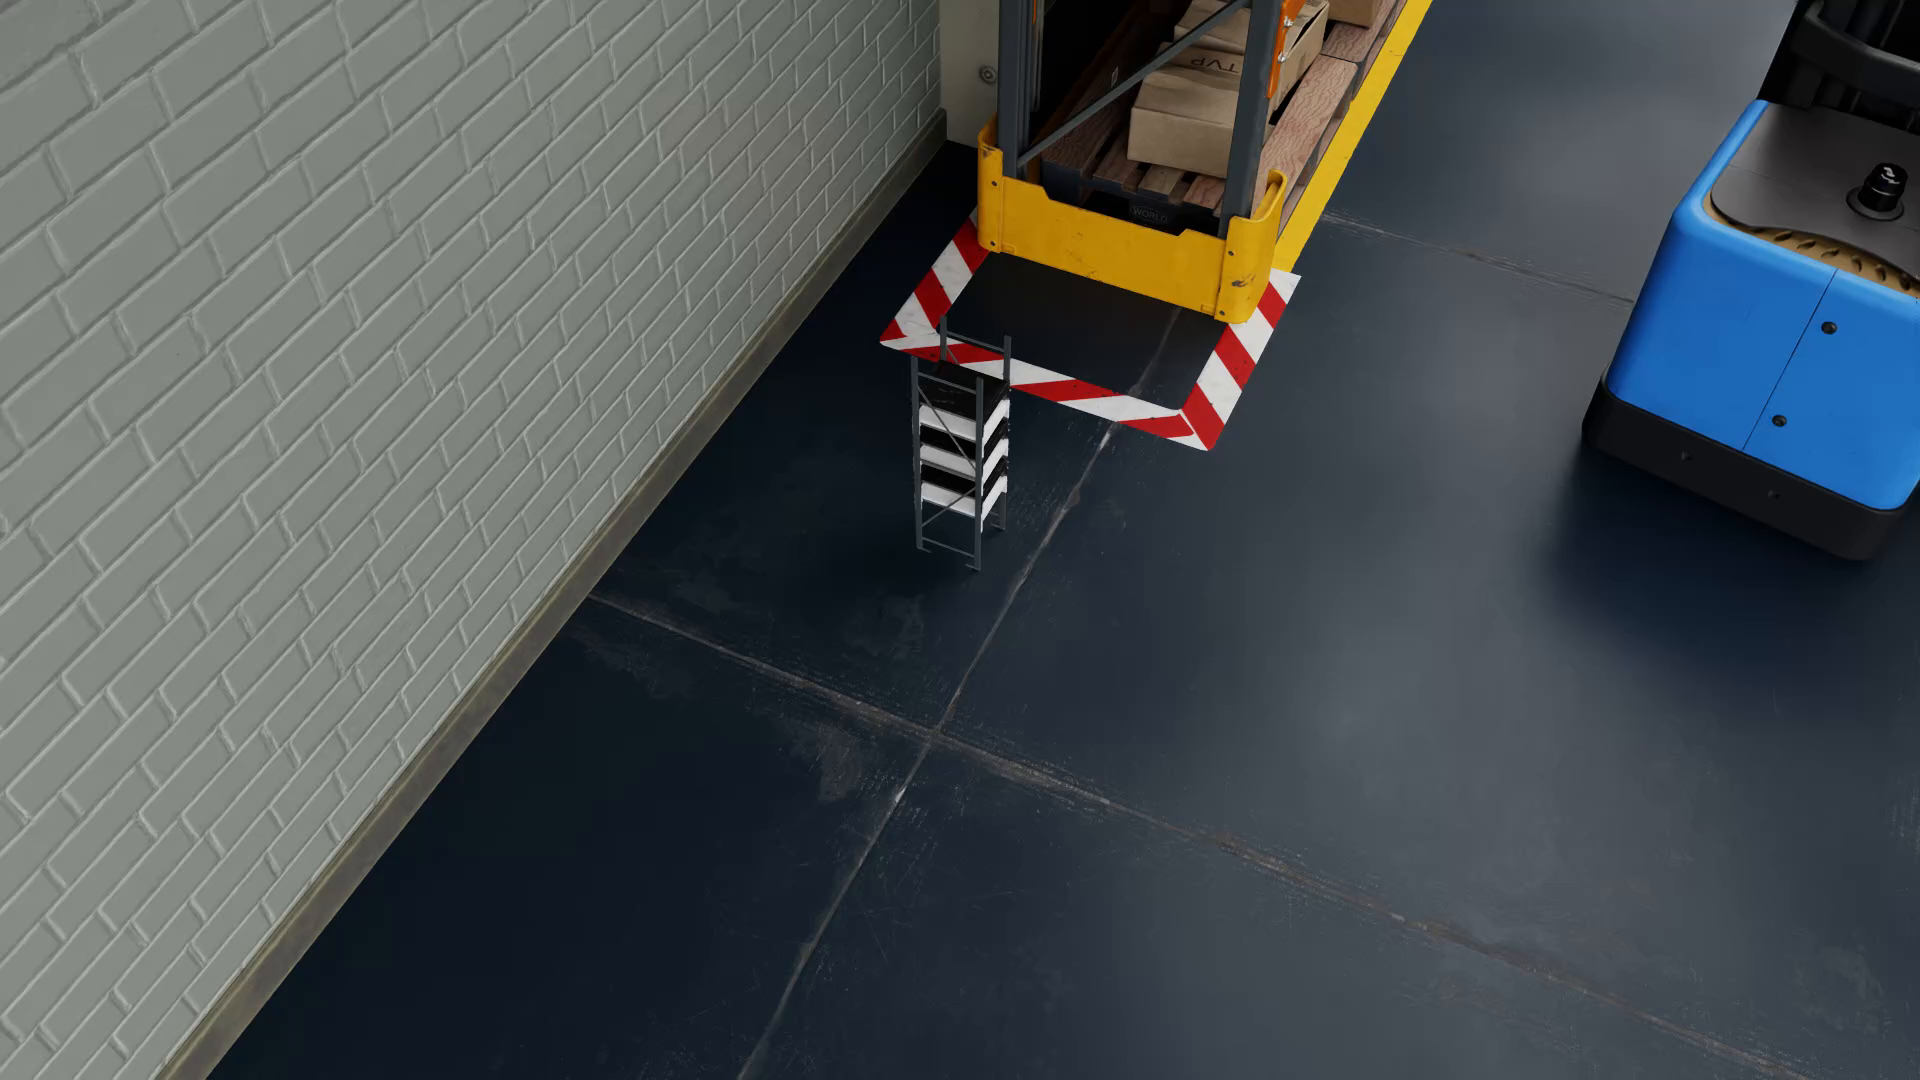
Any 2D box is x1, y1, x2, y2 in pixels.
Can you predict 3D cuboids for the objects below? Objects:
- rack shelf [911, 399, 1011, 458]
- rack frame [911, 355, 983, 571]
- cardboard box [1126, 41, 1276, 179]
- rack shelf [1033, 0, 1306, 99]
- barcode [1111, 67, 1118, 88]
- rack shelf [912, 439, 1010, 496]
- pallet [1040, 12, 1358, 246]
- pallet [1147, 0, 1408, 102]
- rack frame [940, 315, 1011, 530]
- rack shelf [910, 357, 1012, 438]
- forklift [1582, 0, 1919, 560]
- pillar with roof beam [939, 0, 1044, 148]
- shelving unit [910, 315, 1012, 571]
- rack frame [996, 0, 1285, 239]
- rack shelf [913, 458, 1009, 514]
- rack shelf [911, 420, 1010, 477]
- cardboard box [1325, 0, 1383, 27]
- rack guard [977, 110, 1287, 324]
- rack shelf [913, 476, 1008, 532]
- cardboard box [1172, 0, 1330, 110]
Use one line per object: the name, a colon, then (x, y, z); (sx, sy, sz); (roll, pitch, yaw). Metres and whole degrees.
rack shelf: (0.003, -0.392, 5.300); (0.258, 0.077, 0.200); (20, 52, 16)
rack frame: (-0.040, -0.227, 5.352); (0.240, 0.900, 0.006); (20, 52, 16)
cardboard box: (0.994, -1.770, 6.763); (0.500, 0.311, 0.500); (14, 51, 12)
rack shelf: (1.471, -3.195, 6.972); (1.077, 0.370, 4.000); (20, 52, 16)
barcode: (0.640, -1.915, 6.881); (0.001, 0.075, 0.075); (20, 52, 16)
rack shelf: (0.003, -0.276, 5.437); (0.258, 0.077, 0.200); (20, 52, 16)
pallet: (1.028, -1.748, 7.099); (1.003, 0.211, 1.213); (20, 52, 16)
pallet: (1.551, -2.585, 7.811); (1.003, 0.211, 1.213); (20, 52, 16)
rack frame: (0.047, -0.367, 5.472); (0.240, 0.900, 0.006); (20, 52, 16)
rack shelf: (0.003, -0.451, 5.232); (0.258, 0.077, 0.200); (20, 52, 16)
forklift: (3.510, -1.970, 5.502); (1.130, 2.935, 3.031); (29, 55, 22)
pillar with roof beam: (4.026, -3.358, 2.699); (9.100, 9.000, 0.400); (20, 52, 16)
shelving unit: (0.003, -0.297, 5.412); (0.258, 0.900, 0.210); (20, 52, 16)
rack frame: (0.617, -2.051, 5.526); (1.000, 3.000, 0.127); (20, 52, 16)
rack shelf: (0.003, -0.217, 5.506); (0.258, 0.077, 0.200); (20, 52, 16)
rack shelf: (0.003, -0.334, 5.369); (0.258, 0.077, 0.200); (20, 52, 16)
cardboard box: (1.596, -2.712, 7.441); (0.700, 0.500, 0.500); (17, 52, 14)
rack guard: (0.649, -1.293, 6.522); (1.175, 0.500, 0.348); (20, 52, 16)
rack shelf: (0.003, -0.159, 5.575); (0.258, 0.077, 0.200); (20, 52, 16)
cardboard box: (1.237, -2.162, 7.097); (0.500, 0.311, 0.500); (24, 54, 19)
